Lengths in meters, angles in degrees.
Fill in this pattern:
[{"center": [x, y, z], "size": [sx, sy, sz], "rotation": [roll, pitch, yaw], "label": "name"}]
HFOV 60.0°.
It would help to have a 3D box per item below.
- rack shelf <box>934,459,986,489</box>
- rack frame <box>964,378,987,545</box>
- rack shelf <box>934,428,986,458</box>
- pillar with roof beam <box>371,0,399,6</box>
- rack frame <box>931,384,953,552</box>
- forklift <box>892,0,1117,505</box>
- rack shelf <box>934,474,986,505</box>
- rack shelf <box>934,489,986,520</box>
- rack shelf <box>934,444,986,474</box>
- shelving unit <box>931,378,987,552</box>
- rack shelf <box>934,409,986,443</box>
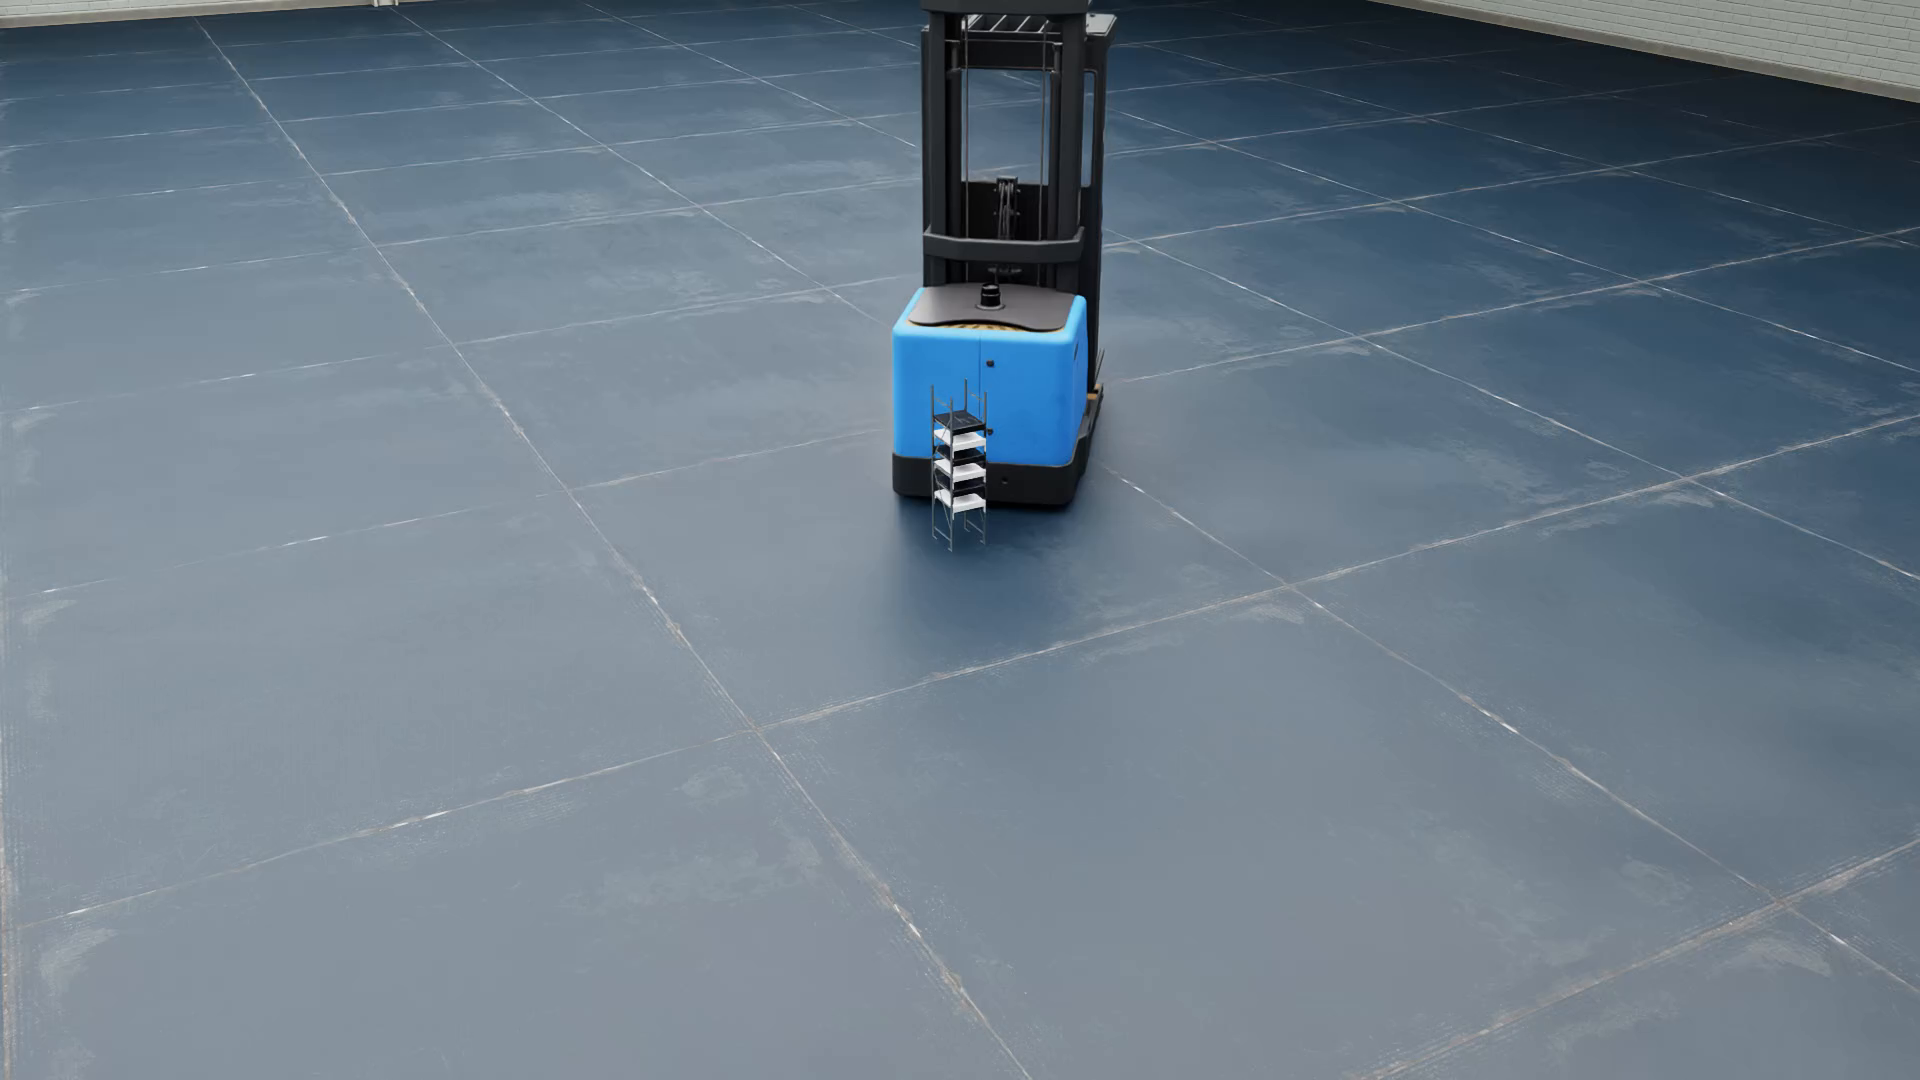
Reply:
[{"center": [-0.007, -0.374, 9.066], "size": [0.200, 0.077, 0.258], "rotation": [-13, 29, -25], "label": "rack shelf"}, {"center": [0.083, -0.425, 9.095], "size": [0.006, 0.900, 0.240], "rotation": [-13, 29, -25], "label": "rack frame"}, {"center": [-0.007, -0.536, 8.988], "size": [0.200, 0.077, 0.258], "rotation": [-13, 29, -25], "label": "rack shelf"}, {"center": [-7.691, -11.459, 22.720], "size": [0.400, 9.000, 9.100], "rotation": [-13, 29, -25], "label": "pillar with roof beam"}, {"center": [-0.097, -0.383, 9.009], "size": [0.006, 0.900, 0.240], "rotation": [-13, 29, -25], "label": "rack frame"}, {"center": [0.355, -2.132, 10.304], "size": [1.130, 2.935, 3.031], "rotation": [4, 26, 8], "label": "forklift"}, {"center": [-0.007, -0.293, 9.105], "size": [0.200, 0.077, 0.258], "rotation": [-13, 29, -25], "label": "rack shelf"}, {"center": [-0.007, -0.212, 9.144], "size": [0.200, 0.077, 0.258], "rotation": [-13, 29, -25], "label": "rack shelf"}, {"center": [-0.007, -0.455, 9.027], "size": [0.200, 0.077, 0.258], "rotation": [-13, 29, -25], "label": "rack shelf"}, {"center": [-0.007, -0.404, 9.052], "size": [0.210, 0.900, 0.258], "rotation": [-13, 29, -25], "label": "shelving unit"}, {"center": [-0.007, -0.617, 8.949], "size": [0.200, 0.077, 0.258], "rotation": [-13, 29, -25], "label": "rack shelf"}]
